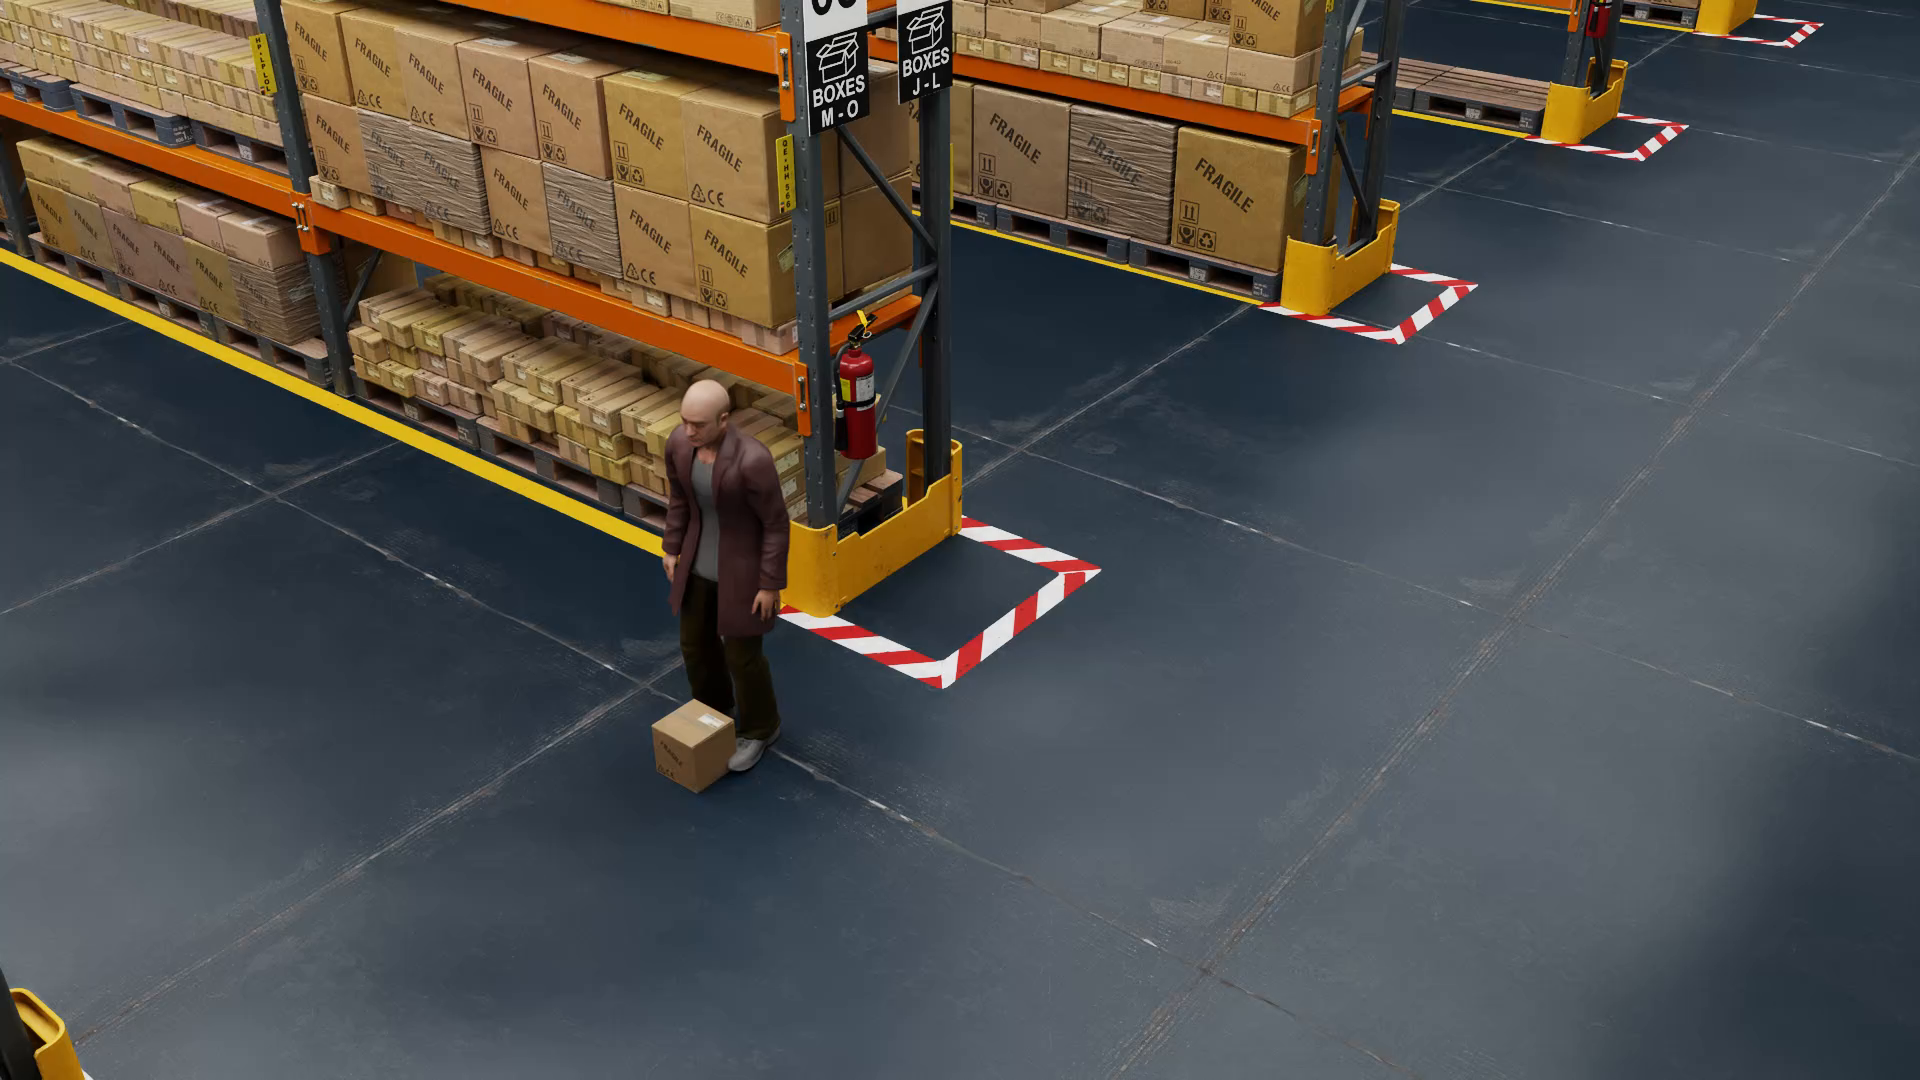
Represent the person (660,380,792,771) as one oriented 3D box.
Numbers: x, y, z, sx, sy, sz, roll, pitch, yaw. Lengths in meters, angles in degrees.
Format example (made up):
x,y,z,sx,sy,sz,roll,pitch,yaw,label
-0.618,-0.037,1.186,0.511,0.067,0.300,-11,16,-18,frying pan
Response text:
x,y,z,sx,sy,sz,roll,pitch,yaw,label
-0.982,0.128,6.930,0.649,1.772,0.429,19,35,28,person
